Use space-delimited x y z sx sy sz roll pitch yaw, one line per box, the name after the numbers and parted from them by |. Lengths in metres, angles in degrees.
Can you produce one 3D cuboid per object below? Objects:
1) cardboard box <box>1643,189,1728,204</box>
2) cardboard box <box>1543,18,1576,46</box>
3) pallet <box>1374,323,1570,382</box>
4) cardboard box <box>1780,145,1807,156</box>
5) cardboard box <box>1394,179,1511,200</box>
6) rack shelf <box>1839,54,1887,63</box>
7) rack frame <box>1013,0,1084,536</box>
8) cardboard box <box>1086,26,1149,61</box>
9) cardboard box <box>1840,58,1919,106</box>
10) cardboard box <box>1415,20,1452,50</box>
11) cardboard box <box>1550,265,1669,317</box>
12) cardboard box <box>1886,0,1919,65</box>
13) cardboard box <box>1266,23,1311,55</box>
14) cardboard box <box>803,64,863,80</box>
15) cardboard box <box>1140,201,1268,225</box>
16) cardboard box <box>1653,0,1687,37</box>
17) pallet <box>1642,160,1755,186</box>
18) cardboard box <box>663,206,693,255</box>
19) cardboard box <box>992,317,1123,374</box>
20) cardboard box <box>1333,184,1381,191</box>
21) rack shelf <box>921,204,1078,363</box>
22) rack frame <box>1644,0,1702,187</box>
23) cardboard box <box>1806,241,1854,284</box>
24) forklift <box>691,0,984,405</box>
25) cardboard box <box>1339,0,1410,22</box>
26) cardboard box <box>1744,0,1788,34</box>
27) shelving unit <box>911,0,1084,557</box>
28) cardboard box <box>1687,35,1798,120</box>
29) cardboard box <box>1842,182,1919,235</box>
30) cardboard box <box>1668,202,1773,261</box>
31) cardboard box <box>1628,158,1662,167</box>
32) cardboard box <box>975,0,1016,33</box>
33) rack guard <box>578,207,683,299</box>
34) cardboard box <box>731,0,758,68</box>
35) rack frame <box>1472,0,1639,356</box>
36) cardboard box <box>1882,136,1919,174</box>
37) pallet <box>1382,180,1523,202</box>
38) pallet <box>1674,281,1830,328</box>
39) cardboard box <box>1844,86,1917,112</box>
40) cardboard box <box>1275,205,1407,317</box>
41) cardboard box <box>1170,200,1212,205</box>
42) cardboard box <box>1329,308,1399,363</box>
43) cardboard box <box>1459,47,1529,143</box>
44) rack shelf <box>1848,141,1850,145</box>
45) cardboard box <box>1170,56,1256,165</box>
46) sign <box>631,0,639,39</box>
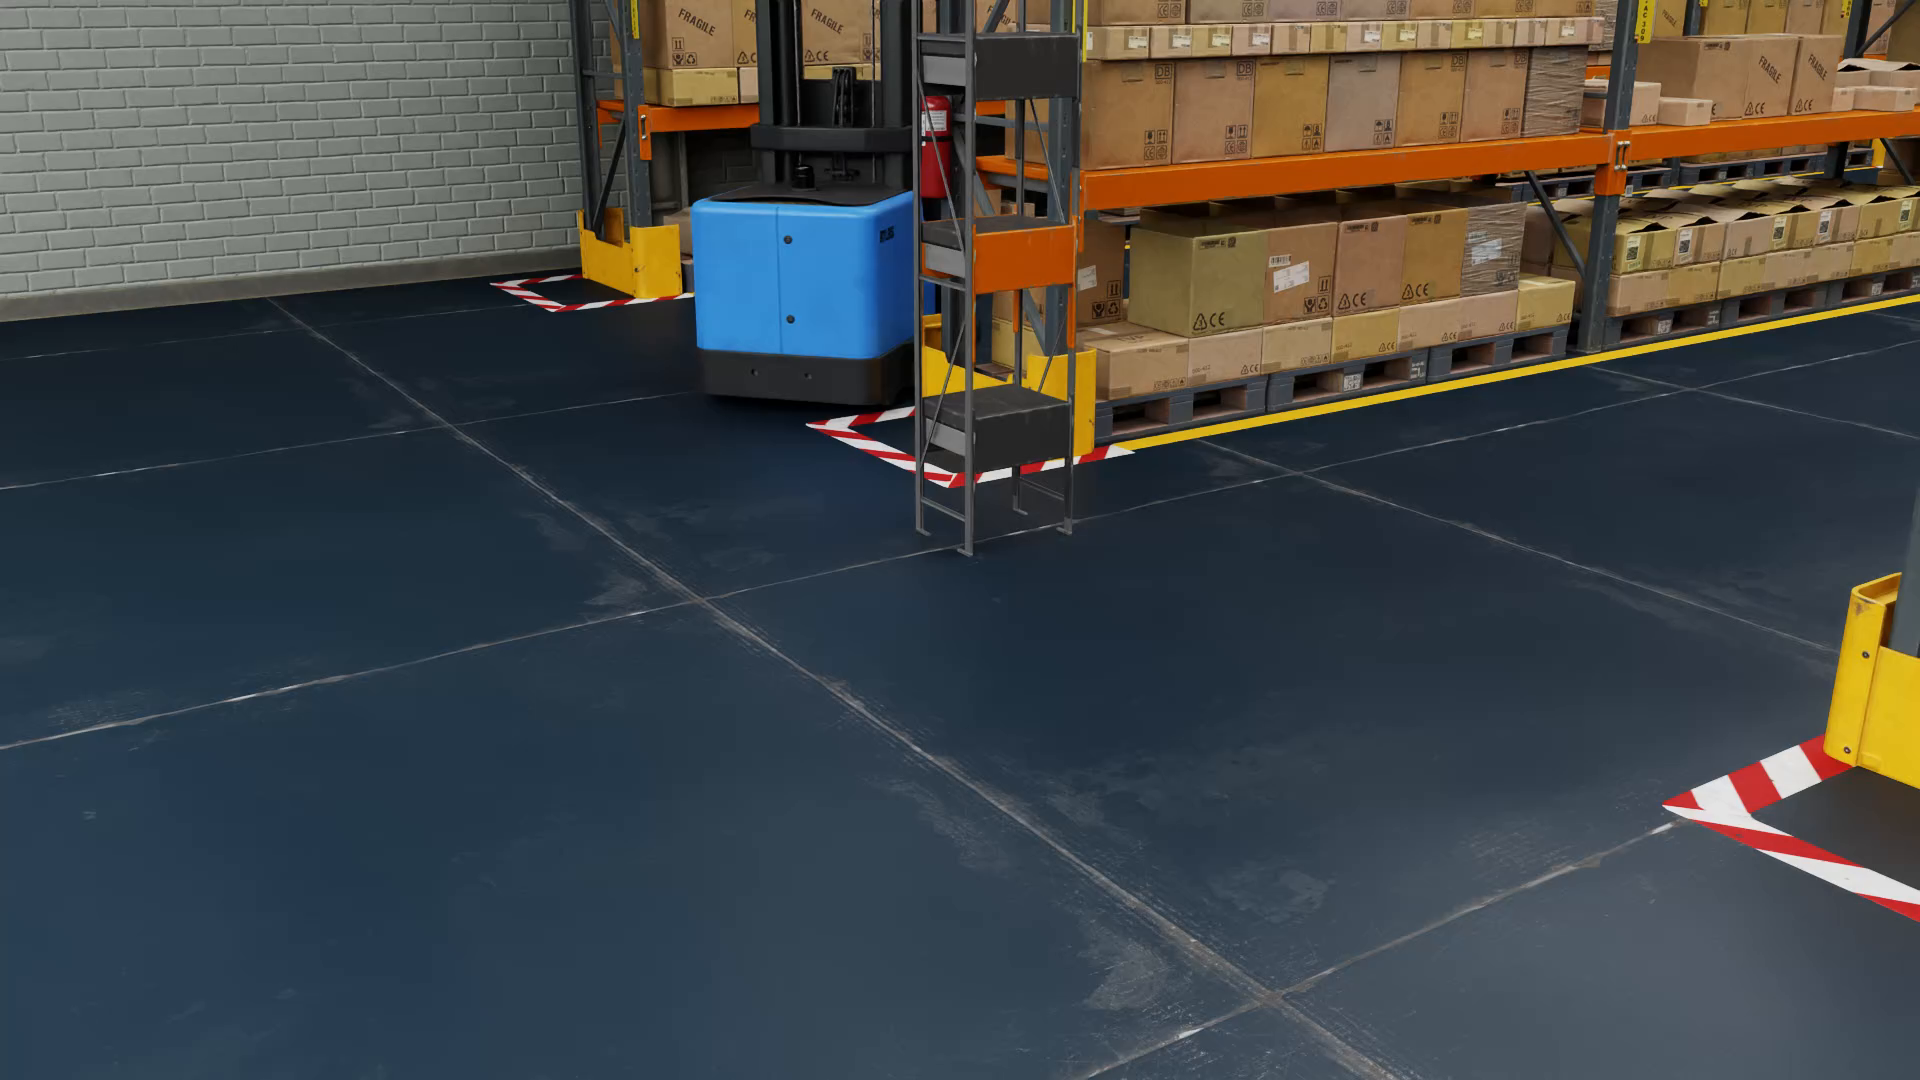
5.018 -2.256 11.496 0.500 0.311 0.500 -12 22 -32 | cardboard box
3.249 -2.884 9.424 0.250 0.149 0.380 -12 22 -33 | cardboard box
2.879 -1.228 10.047 1.213 0.211 1.003 -12 22 -31 | pallet
9.494 -4.804 19.517 0.500 0.500 0.700 -13 22 -33 | cardboard box
3.007 -1.931 10.241 0.500 0.500 0.500 -12 22 -31 | cardboard box
9.190 -5.423 19.225 4.000 0.370 1.077 -12 22 -31 | rack shelf
0.342 -1.067 6.622 0.015 2.100 0.400 -12 22 -31 | rack frame
0.672 -2.339 7.812 0.250 0.149 0.380 -12 22 -32 | cardboard box
6.579 -3.288 11.925 0.500 0.311 0.500 -10 21 -28 | cardboard box
2.396 -2.704 8.890 0.250 0.149 0.380 -11 22 -30 | cardboard box
4.039 -1.579 10.369 0.500 0.250 0.500 -13 22 -33 | cardboard box
7.371 -3.770 12.400 0.700 0.500 0.500 14 23 35 | cardboard box
1.533 -2.522 8.351 0.250 0.149 0.380 -13 23 -33 | cardboard box
-1.065 -3.420 12.382 0.500 0.250 0.500 -12 22 -32 | cardboard box
1.337 -1.579 9.198 0.500 0.500 0.500 -12 22 -31 | cardboard box
7.273 -5.460 17.561 0.500 0.500 0.500 -12 22 -32 | cardboard box
8.198 -4.203 18.848 1.213 0.211 1.003 -12 22 -31 | pallet
-1.875 -2.330 12.465 0.500 0.311 0.500 -15 24 -37 | cardboard box
0.511 -1.043 8.784 0.500 0.250 0.500 -12 22 -31 | cardboard box
3.607 -3.590 15.897 0.500 0.500 0.700 -12 22 -31 | cardboard box
0.138 -1.011 6.499 0.480 0.518 0.431 -12 22 -31 | rack shelf
7.520 -5.411 18.067 0.127 3.000 1.000 -12 22 -31 | rack frame
5.751 -1.941 11.441 0.500 0.250 0.500 -11 22 -30 | cardboard box
-0.500 -2.518 9.617 1.130 2.935 3.031 5 19 16 | forklift
1.942 -2.995 8.737 0.500 0.500 0.700 -12 22 -31 | cardboard box
8.595 -5.772 18.665 0.700 0.700 0.980 -13 22 -33 | cardboard box
0.138 -1.024 6.495 0.503 2.100 0.431 -12 22 -31 | shelving unit
5.075 -3.037 10.889 0.500 0.500 0.500 -12 22 -31 | cardboard box
6.605 -2.386 11.881 0.500 0.311 0.500 -11 22 -30 | cardboard box
4.901 -2.024 10.811 0.500 0.311 0.500 -13 22 -33 | cardboard box
7.049 -4.443 17.903 0.750 0.750 0.750 -12 22 -31 | cardboard box
0.200 -4.040 13.044 0.500 0.500 0.500 -12 22 -32 | cardboard box
-2.439 -2.127 12.255 0.348 0.500 1.175 -12 22 -31 | rack guard
-1.520 -3.679 11.976 0.500 0.500 0.500 -12 22 -31 | cardboard box
3.566 -2.678 9.982 0.127 3.000 1.000 -12 22 -31 | rack frame
7.604 -3.000 12.981 0.500 0.250 0.500 -11 22 -29 | cardboard box
4.879 -3.504 16.781 1.213 0.211 1.003 -12 22 -31 | pallet
5.180 -1.713 11.483 1.213 0.211 1.003 -12 22 -31 | pallet
6.308 -3.031 11.419 0.250 0.149 0.380 -12 22 -31 | cardboard box
2.050 -1.523 9.034 0.500 0.500 0.500 -12 22 -31 | cardboard box
1.848 -3.265 14.935 0.500 0.500 0.700 -12 22 -32 | cardboard box
2.049 -1.168 9.155 0.500 0.250 0.500 -12 22 -31 | cardboard box
2.762 -2.551 9.450 0.500 0.500 0.700 -12 22 -32 | cardboard box
8.577 -3.394 13.223 4.000 0.370 1.077 -12 22 -31 | rack shelf
1.058 -2.193 8.392 0.500 0.500 0.700 -11 22 -30 | cardboard box
-2.204 -3.563 11.247 0.005 0.325 0.100 -12 22 -31 | sign
